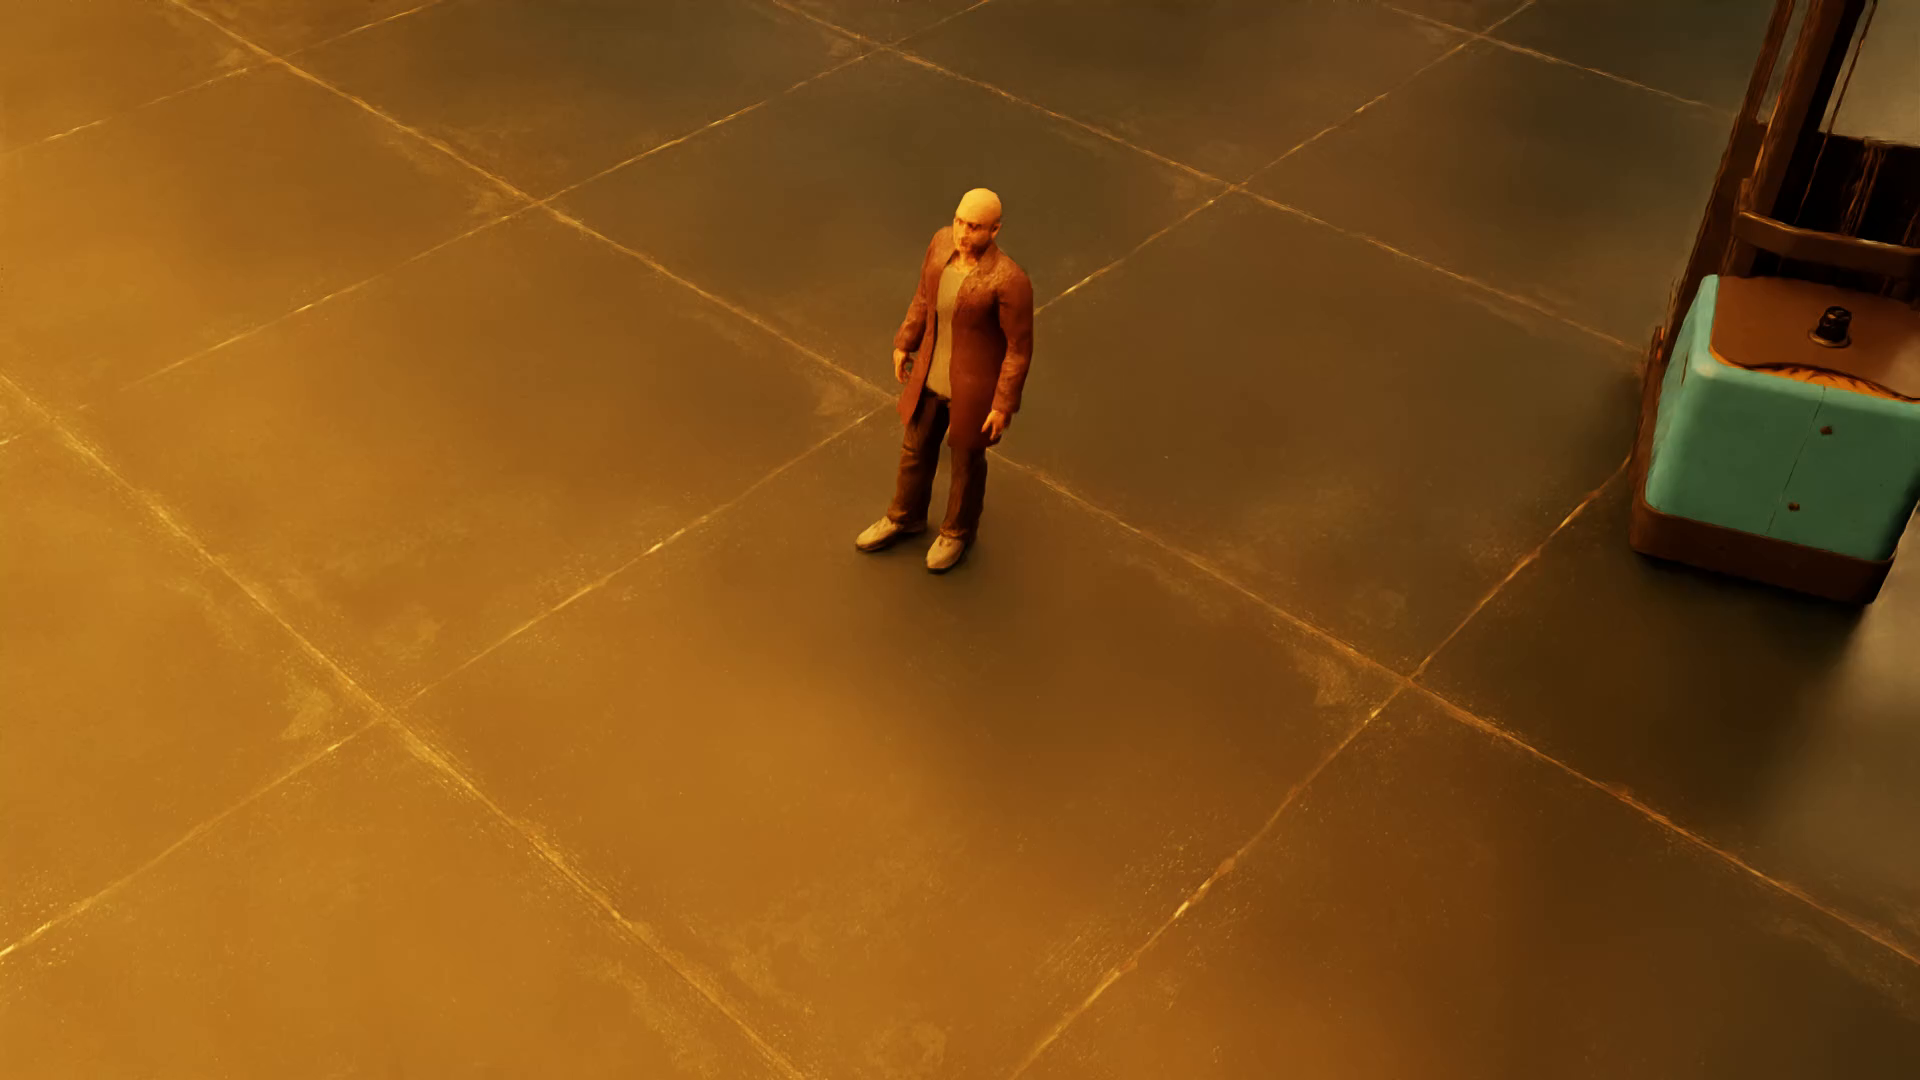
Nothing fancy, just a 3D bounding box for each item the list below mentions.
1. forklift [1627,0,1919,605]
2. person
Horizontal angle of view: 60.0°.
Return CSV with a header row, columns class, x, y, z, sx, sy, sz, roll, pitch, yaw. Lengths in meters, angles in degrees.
class,x,y,z,sx,sy,sz,roll,pitch,yaw
forklift,4.070,-1.796,7.522,1.130,2.935,3.031,15,43,17
person,-0.065,-0.638,7.047,0.694,1.776,0.580,31,49,31
